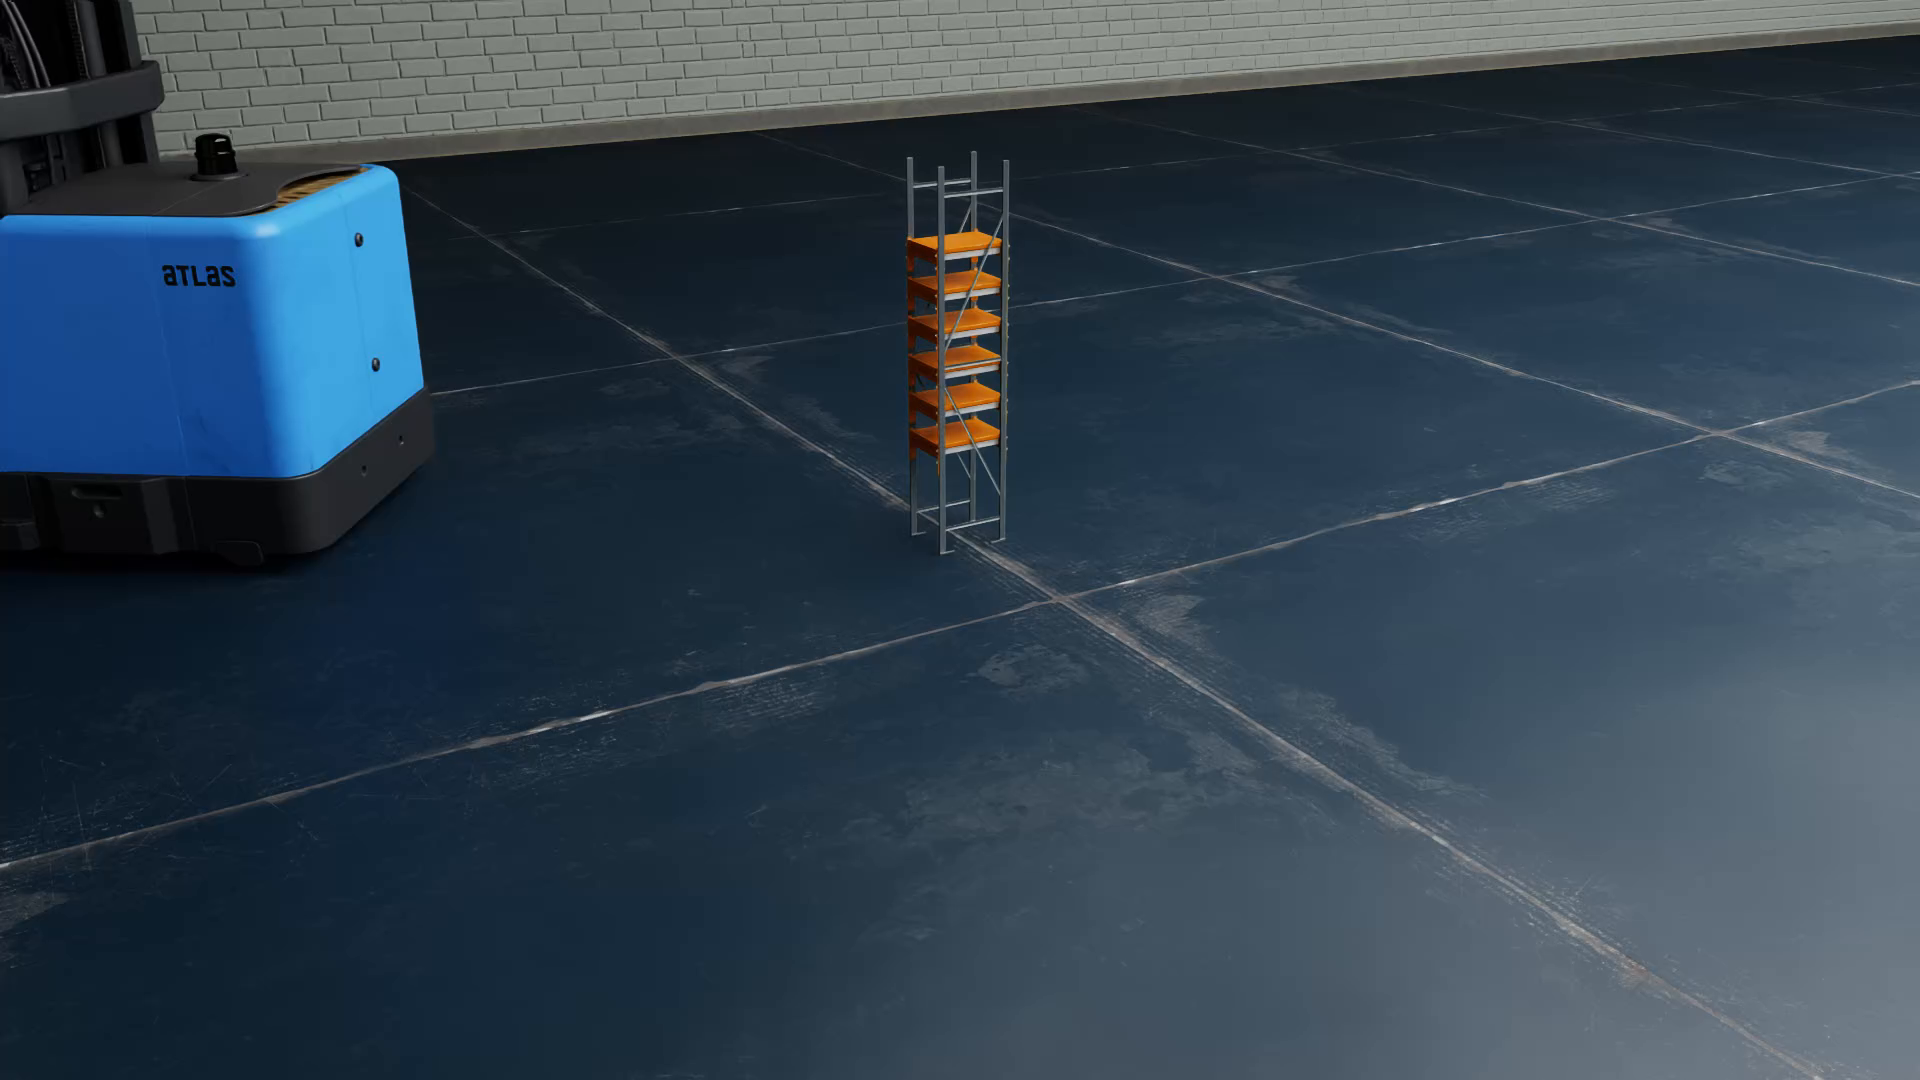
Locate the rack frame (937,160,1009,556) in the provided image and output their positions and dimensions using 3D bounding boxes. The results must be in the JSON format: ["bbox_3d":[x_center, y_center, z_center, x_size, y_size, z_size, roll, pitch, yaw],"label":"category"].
[{"bbox_3d":[0.039,-0.531,5.024,0.240,1.200,0.006,-13,25,-28],"label":"rack frame"}]

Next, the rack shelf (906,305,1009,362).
[{"bbox_3d":[-0.007,-0.631,5.069,0.258,0.103,0.180,-13,25,-28],"label":"rack shelf"}]

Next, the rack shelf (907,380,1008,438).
[{"bbox_3d":[-0.007,-0.408,5.159,0.258,0.103,0.180,-13,25,-28],"label":"rack shelf"}]

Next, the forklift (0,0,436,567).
[{"bbox_3d":[-3.398,-1.483,5.067,3.031,2.935,1.130,2,22,4],"label":"forklift"}]

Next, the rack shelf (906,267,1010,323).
[{"bbox_3d":[-0.007,-0.742,5.023,0.258,0.103,0.180,-13,25,-28],"label":"rack shelf"}]

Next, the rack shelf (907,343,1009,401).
[{"bbox_3d":[-0.007,-0.519,5.114,0.258,0.103,0.180,-13,25,-28],"label":"rack shelf"}]

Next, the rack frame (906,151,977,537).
[{"bbox_3d":[-0.054,-0.590,5.170,0.240,1.200,0.006,-13,25,-28],"label":"rack frame"}]

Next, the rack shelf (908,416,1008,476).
[{"bbox_3d":[-0.007,-0.297,5.204,0.258,0.103,0.180,-13,25,-28],"label":"rack shelf"}]

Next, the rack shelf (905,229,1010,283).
[{"bbox_3d":[-0.007,-0.853,4.978,0.258,0.103,0.180,-13,25,-28],"label":"rack shelf"}]

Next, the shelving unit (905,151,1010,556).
[{"bbox_3d":[-0.007,-0.561,5.097,0.258,1.200,0.189,-13,25,-28],"label":"shelving unit"}]
